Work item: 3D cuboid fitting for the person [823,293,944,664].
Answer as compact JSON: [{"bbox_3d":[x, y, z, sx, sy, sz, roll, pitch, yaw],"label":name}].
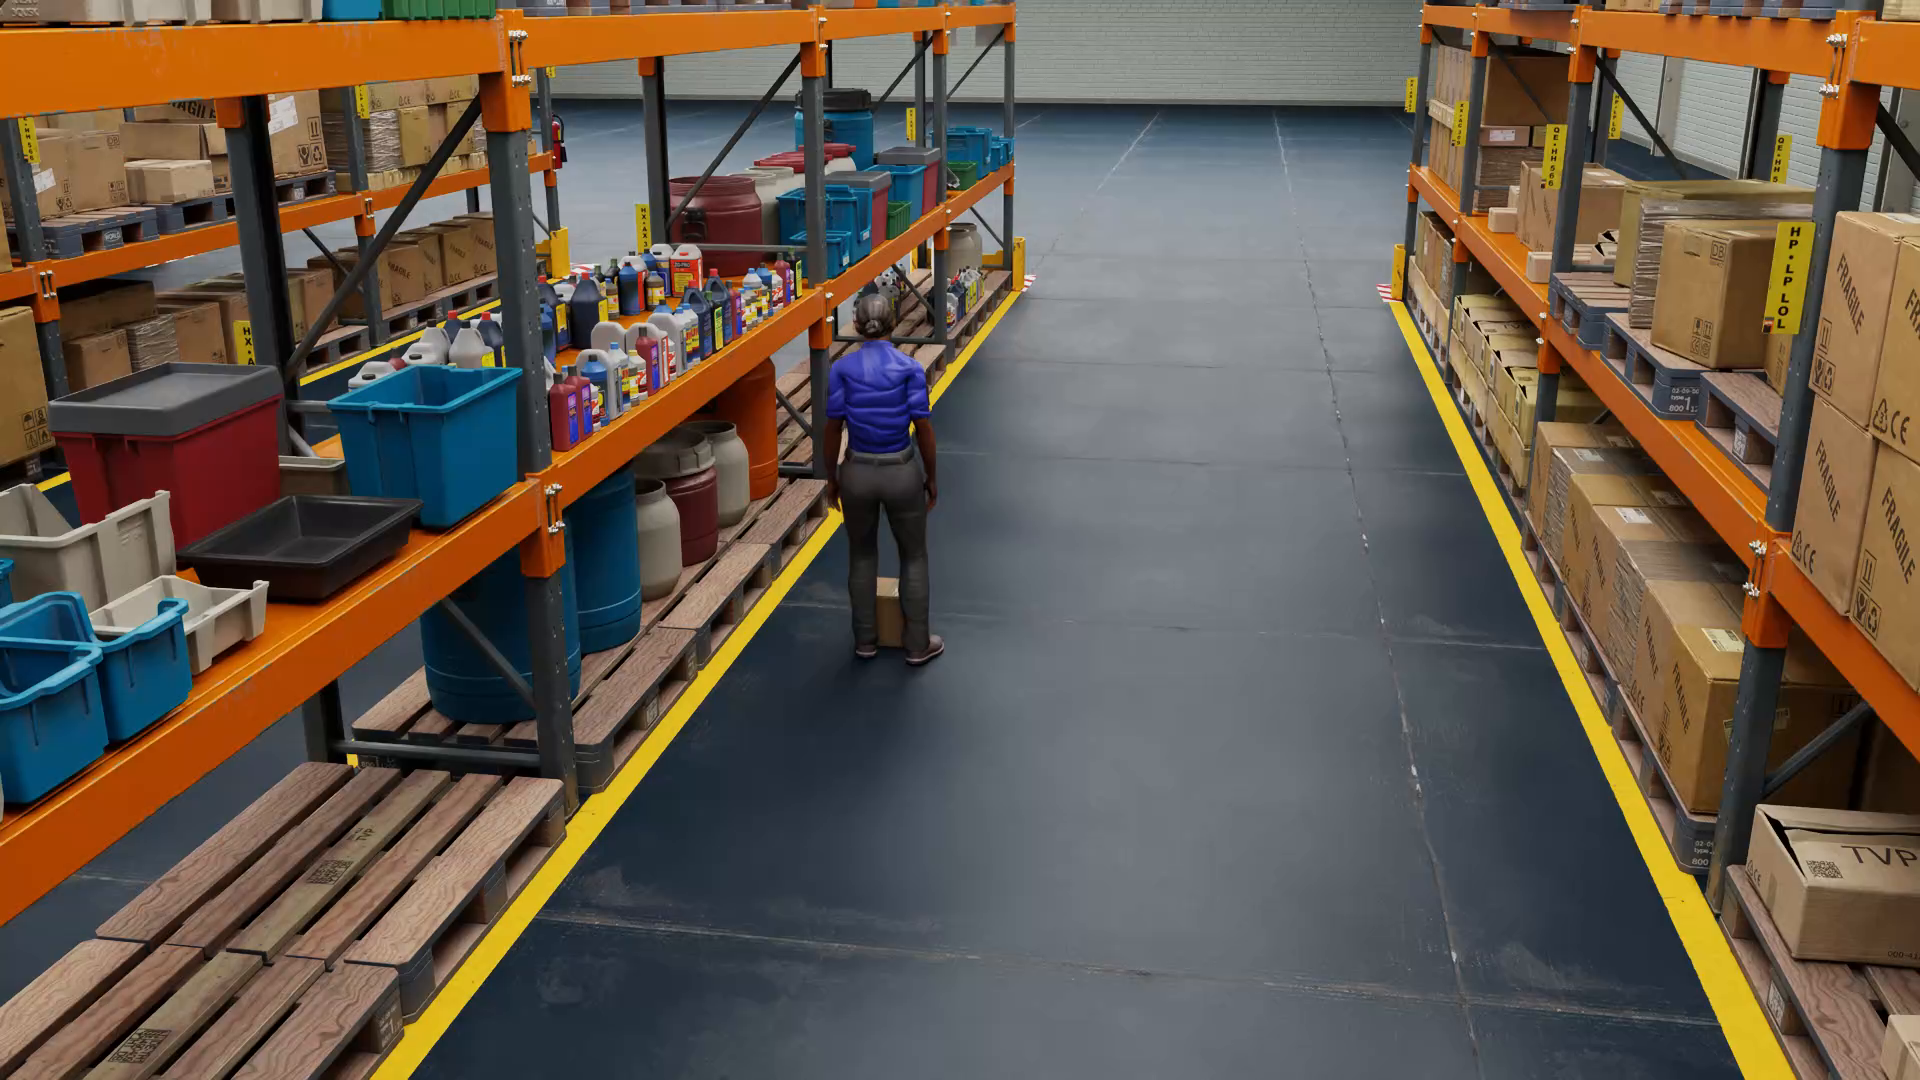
[{"bbox_3d":[-0.337,-0.264,7.376,0.518,1.653,0.405,2,18,5],"label":"person"}]
